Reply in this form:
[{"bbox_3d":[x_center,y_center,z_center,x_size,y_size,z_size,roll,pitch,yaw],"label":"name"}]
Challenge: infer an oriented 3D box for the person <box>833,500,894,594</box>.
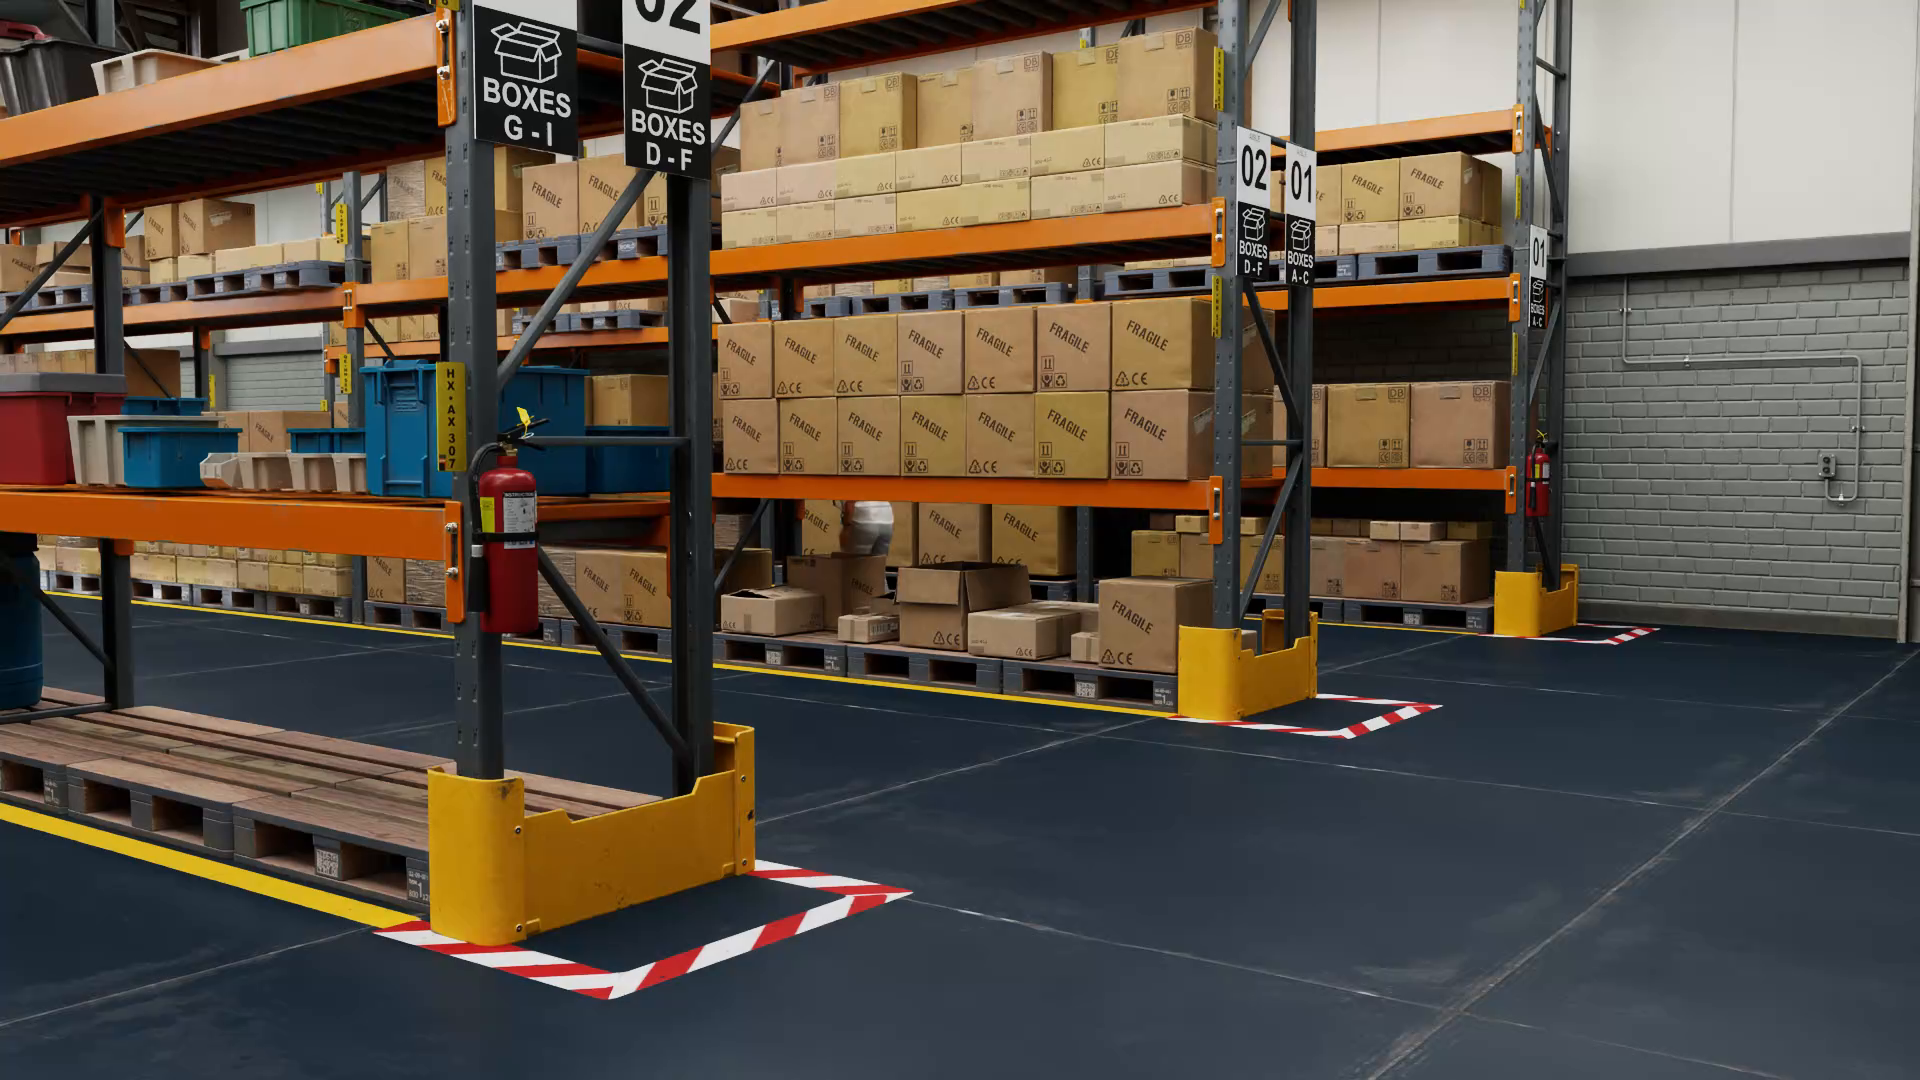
[{"bbox_3d":[-0.754,-0.076,13.110,0.389,1.654,0.474,2,4,36],"label":"person"}]
